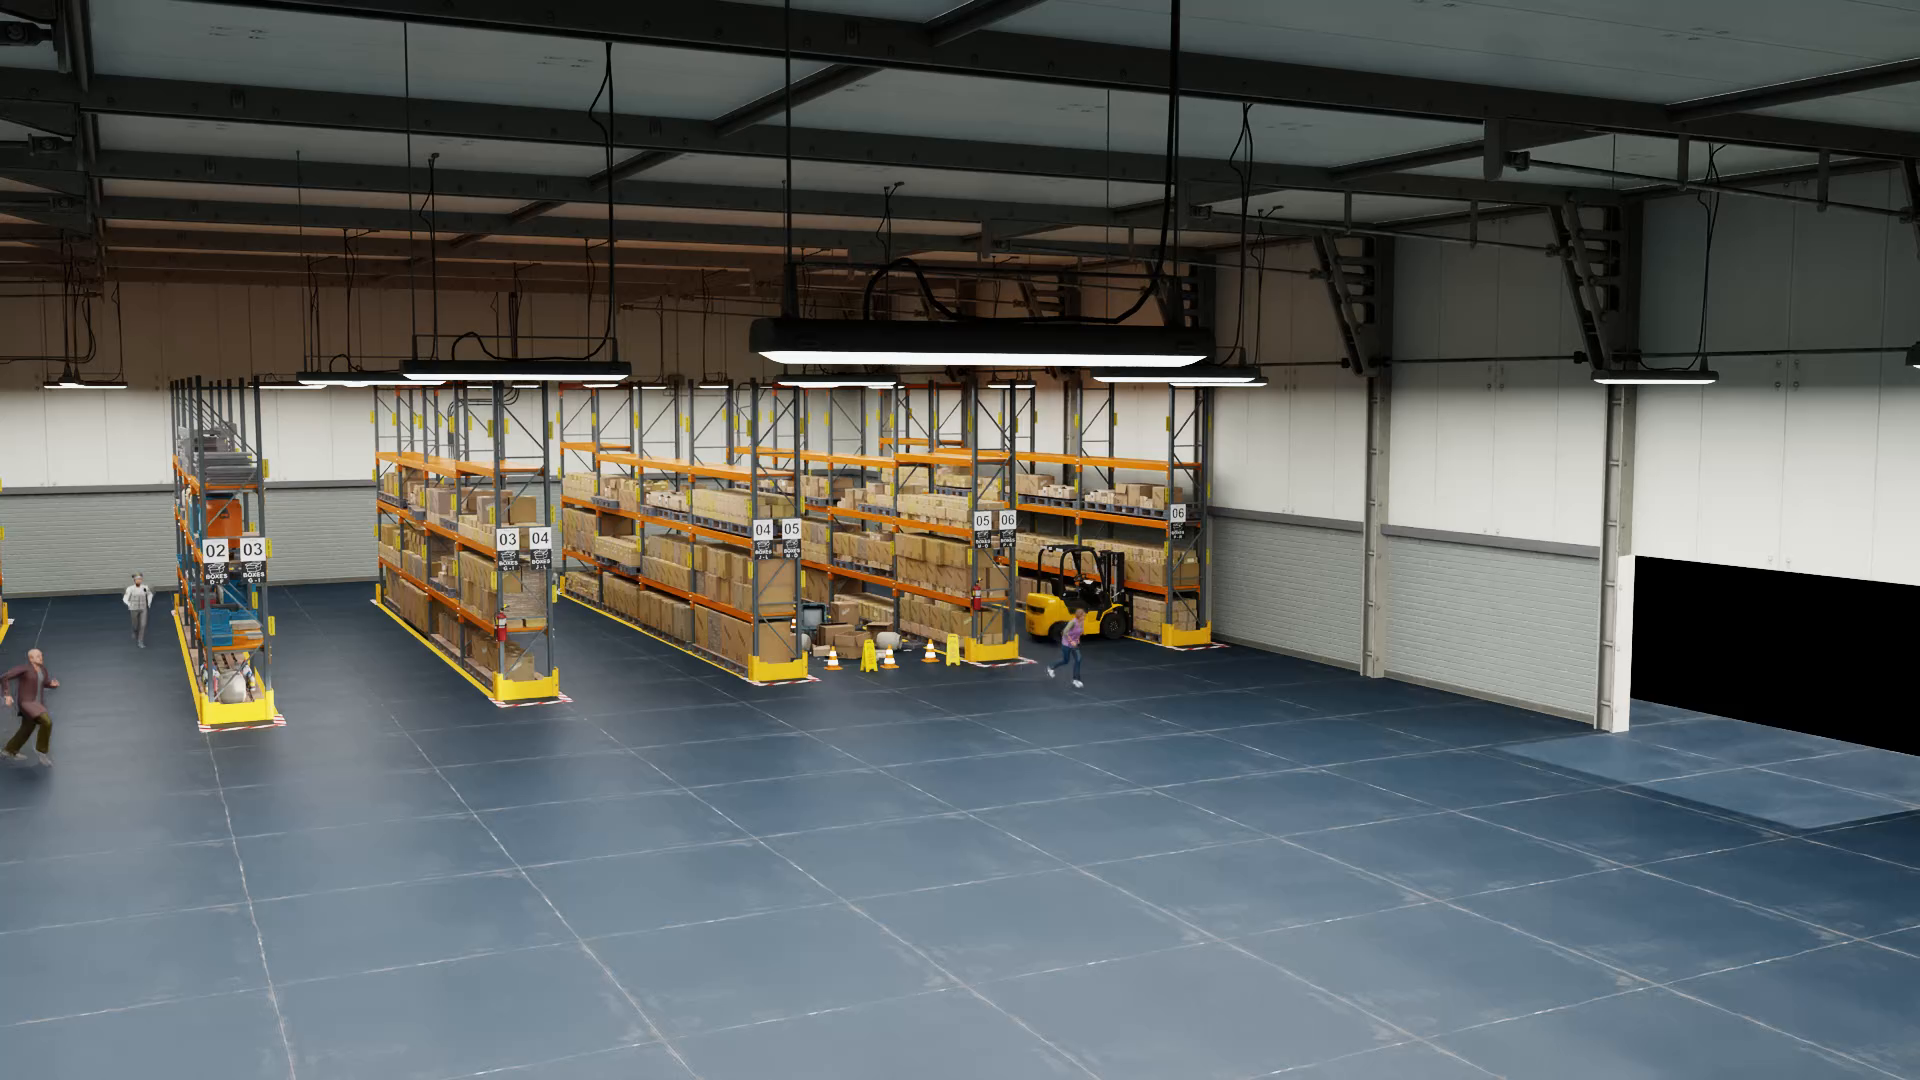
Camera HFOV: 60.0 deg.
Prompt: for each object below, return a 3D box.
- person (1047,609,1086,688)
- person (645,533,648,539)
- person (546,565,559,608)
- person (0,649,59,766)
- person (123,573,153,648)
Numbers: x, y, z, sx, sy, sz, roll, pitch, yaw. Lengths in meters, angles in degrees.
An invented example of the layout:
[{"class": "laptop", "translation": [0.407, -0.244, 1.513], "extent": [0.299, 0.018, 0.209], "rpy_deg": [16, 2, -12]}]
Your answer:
[{"class": "person", "translation": [2.088, 2.093, 32.559], "extent": [0.903, 1.536, 0.562], "rpy_deg": [4, 6, 36]}, {"class": "person", "translation": [-8.967, 0.669, 47.889], "extent": [0.740, 1.730, 0.649], "rpy_deg": [5, 7, 43]}, {"class": "person", "translation": [-10.029, 1.378, 40.098], "extent": [0.889, 1.571, 0.691], "rpy_deg": [5, 7, 44]}, {"class": "person", "translation": [-14.306, 2.577, 25.547], "extent": [0.920, 1.814, 0.742], "rpy_deg": [0, 5, 3]}, {"class": "person", "translation": [-18.509, 1.581, 37.492], "extent": [0.627, 1.696, 0.741], "rpy_deg": [-3, 6, -33]}]
